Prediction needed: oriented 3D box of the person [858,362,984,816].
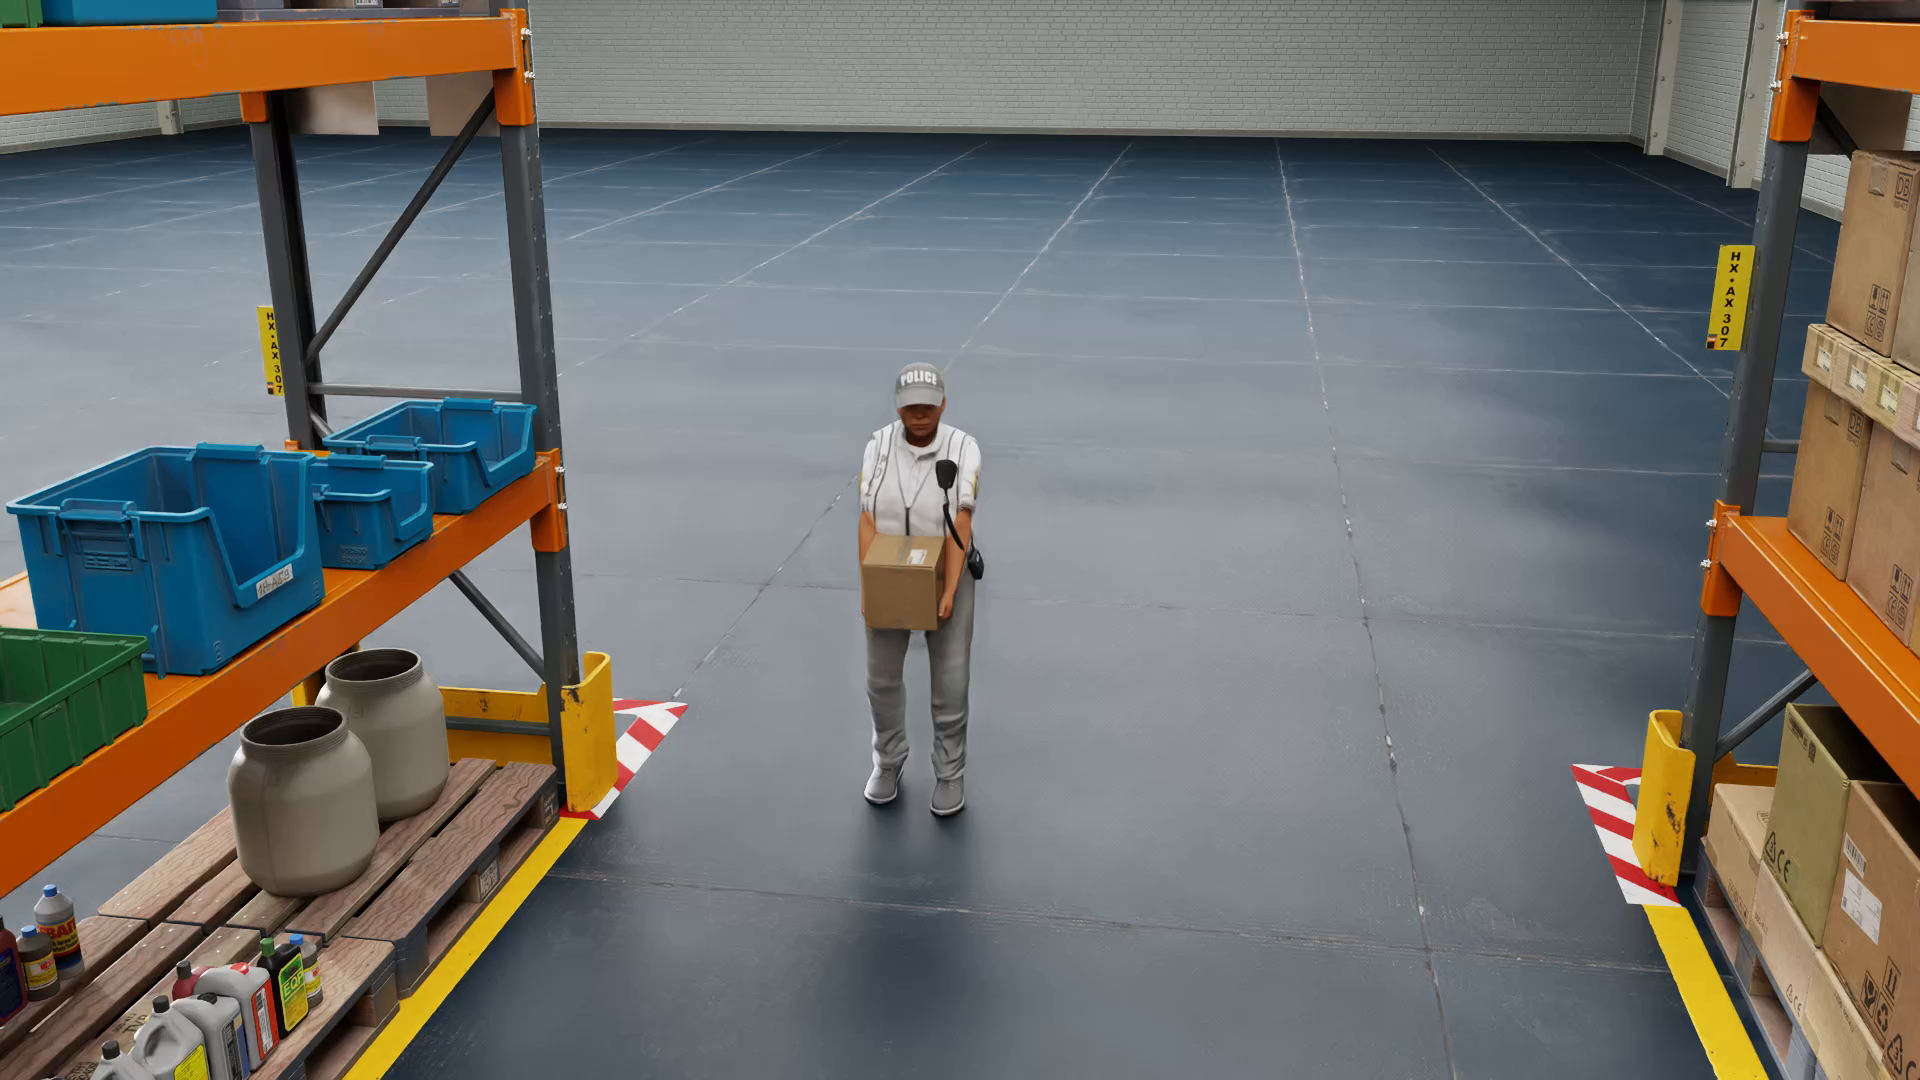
[{"bbox_3d":[-0.152,0.181,6.019,0.452,1.660,0.559,3,18,8],"label":"person"}]
